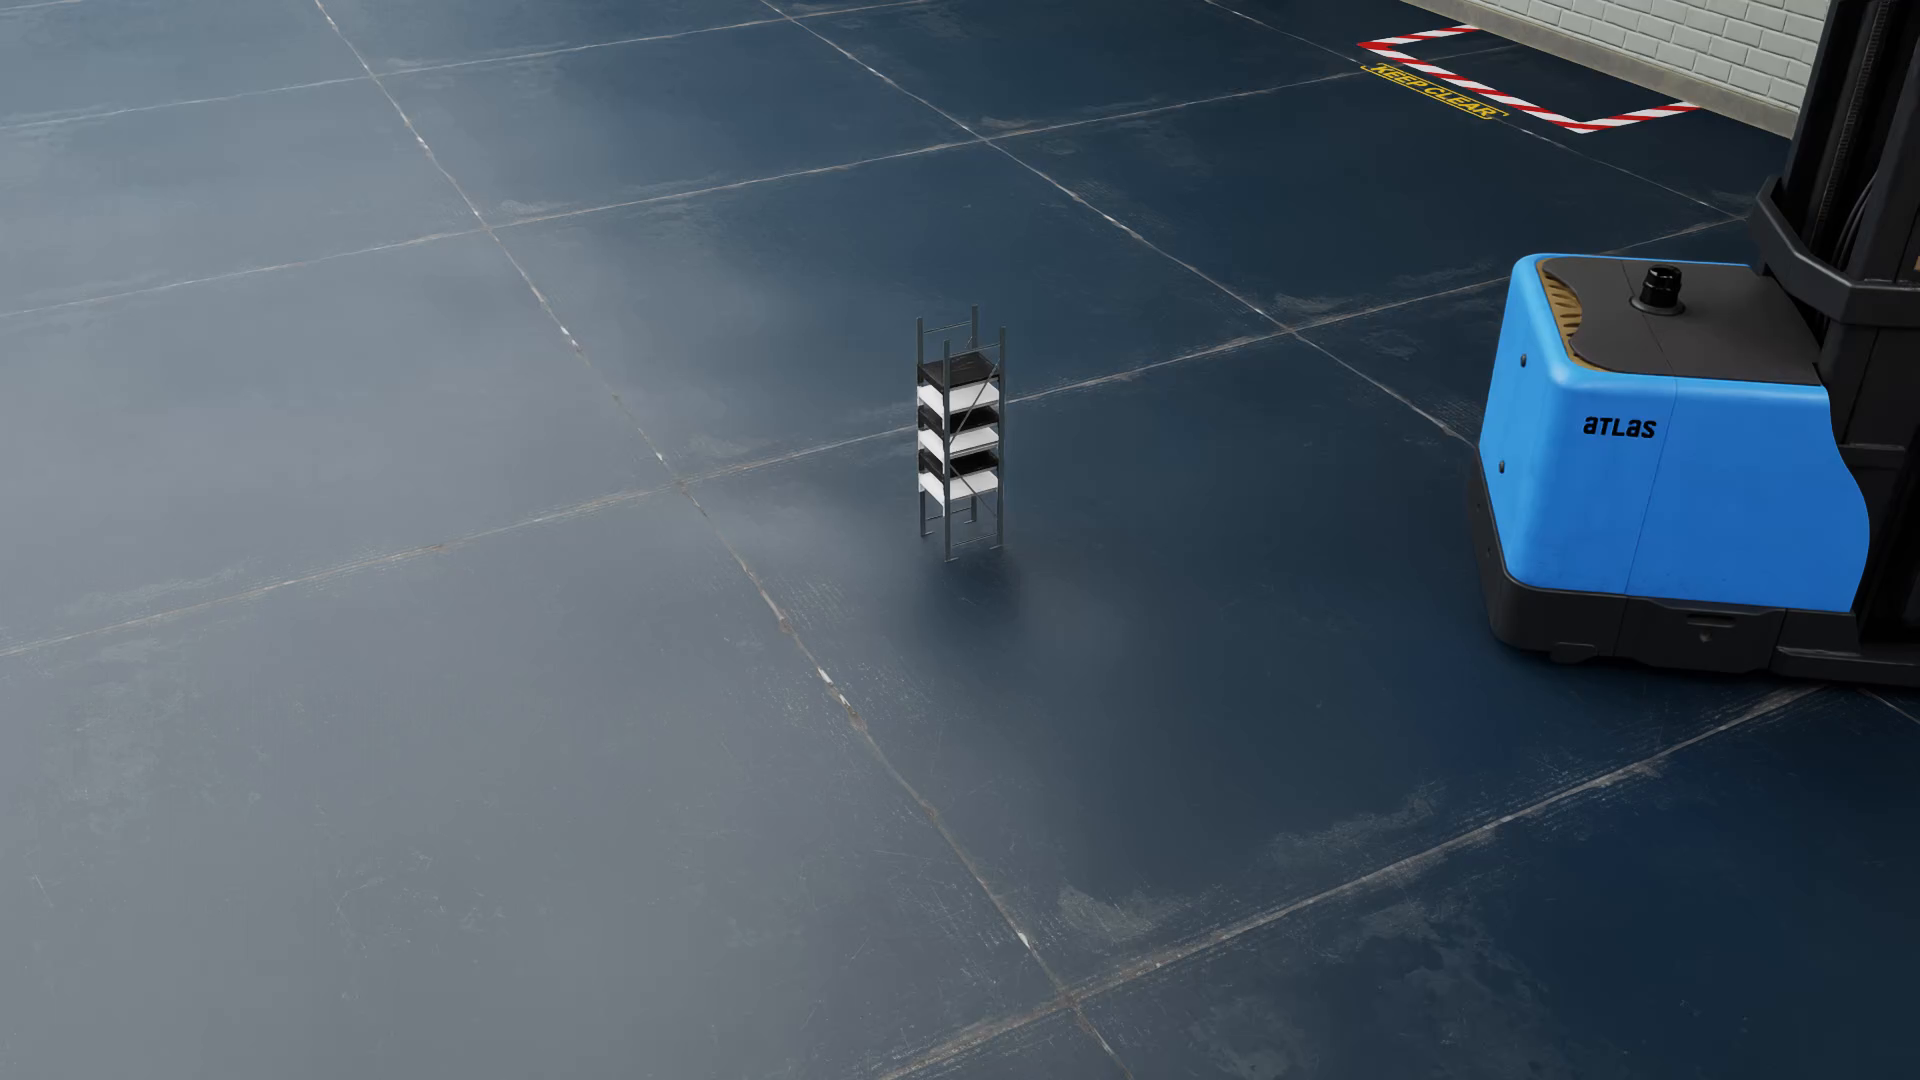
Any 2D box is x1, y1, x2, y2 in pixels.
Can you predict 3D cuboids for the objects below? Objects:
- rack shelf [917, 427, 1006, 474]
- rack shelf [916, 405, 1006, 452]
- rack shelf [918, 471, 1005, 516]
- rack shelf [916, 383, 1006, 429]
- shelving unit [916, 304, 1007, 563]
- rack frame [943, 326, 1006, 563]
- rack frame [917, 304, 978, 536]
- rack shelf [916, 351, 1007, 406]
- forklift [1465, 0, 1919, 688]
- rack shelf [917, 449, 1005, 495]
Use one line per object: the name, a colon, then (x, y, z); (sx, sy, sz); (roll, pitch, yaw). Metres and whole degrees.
rack shelf: (0.004, -0.347, 6.019); (0.258, 0.077, 0.200); (-16, 36, -23)
rack shelf: (0.004, -0.423, 5.971); (0.258, 0.077, 0.200); (-16, 36, -23)
rack shelf: (0.004, -0.195, 6.116); (0.258, 0.077, 0.200); (-16, 36, -23)
rack shelf: (0.004, -0.499, 5.922); (0.258, 0.077, 0.200); (-16, 36, -23)
shelving unit: (0.004, -0.375, 6.001); (0.258, 0.900, 0.210); (-16, 36, -23)
rack frame: (0.051, -0.327, 5.925); (0.240, 0.900, 0.006); (-16, 36, -23)
rack frame: (-0.044, -0.424, 6.077); (0.240, 0.900, 0.006); (-16, 36, -23)
rack shelf: (0.004, -0.574, 5.874); (0.258, 0.077, 0.200); (-16, 36, -23)
forklift: (3.363, -0.977, 5.057); (3.031, 2.935, 1.130); (5, 33, 7)
rack shelf: (0.004, -0.271, 6.068); (0.258, 0.077, 0.200); (-16, 36, -23)
